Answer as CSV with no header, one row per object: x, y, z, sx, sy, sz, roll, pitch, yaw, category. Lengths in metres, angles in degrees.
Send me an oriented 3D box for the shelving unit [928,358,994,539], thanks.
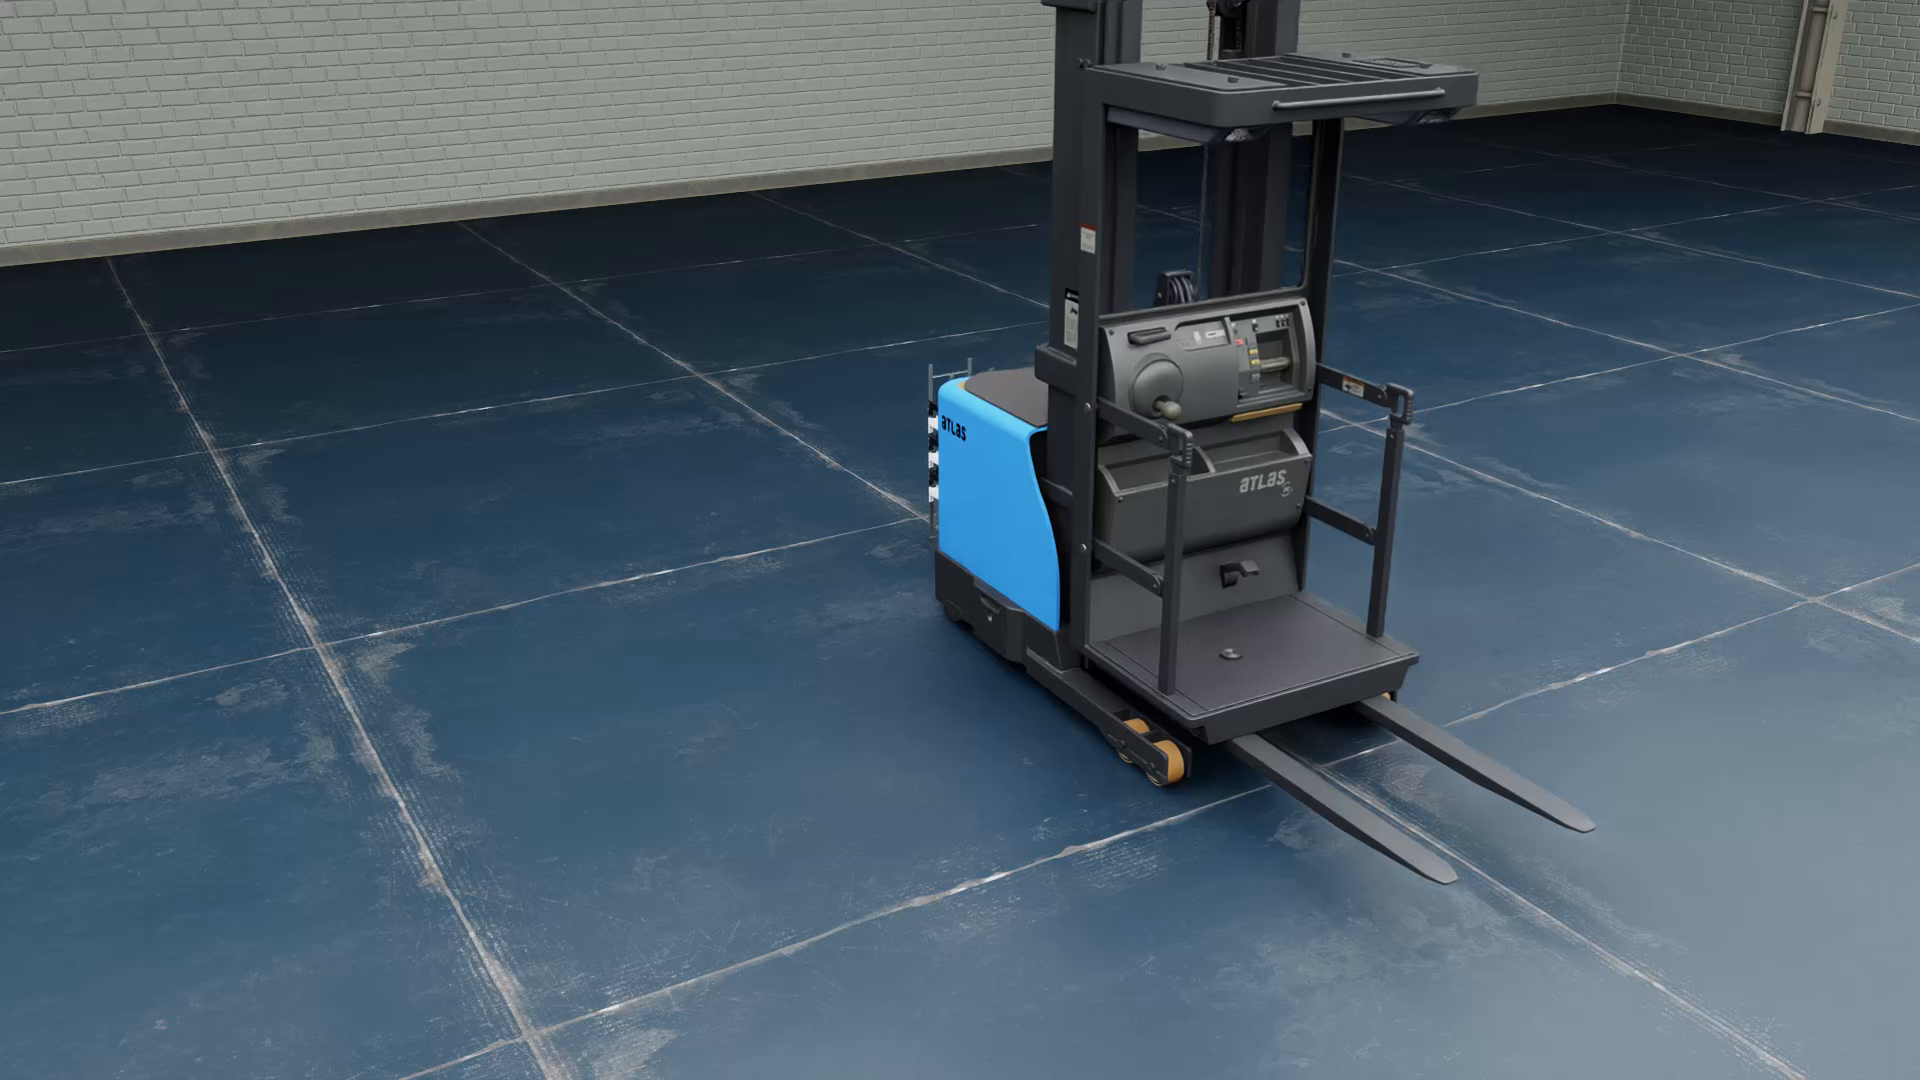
0.004,-0.414,8.136,0.258,0.900,0.210,-13,25,-28,shelving unit

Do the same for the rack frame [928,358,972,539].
-0.048,-0.447,8.217,0.240,0.900,0.006,-13,25,-28,rack frame

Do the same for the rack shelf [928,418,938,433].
0.004,-0.550,8.080,0.258,0.077,0.200,-13,25,-28,rack shelf

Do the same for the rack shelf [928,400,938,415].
0.004,-0.633,8.046,0.258,0.077,0.200,-13,25,-28,rack shelf

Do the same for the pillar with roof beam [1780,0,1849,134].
6.948,-8.513,17.305,9.100,9.000,0.400,-13,25,-28,pillar with roof beam

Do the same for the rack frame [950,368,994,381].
0.056,-0.381,8.055,0.240,0.900,0.006,-13,25,-28,rack frame

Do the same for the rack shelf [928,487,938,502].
0.004,-0.217,8.216,0.258,0.077,0.200,-13,25,-28,rack shelf

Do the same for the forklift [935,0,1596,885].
1.046,-0.652,6.022,1.130,2.935,3.031,-12,25,-27,forklift

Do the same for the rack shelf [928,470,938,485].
0.004,-0.300,8.182,0.258,0.077,0.200,-13,25,-28,rack shelf

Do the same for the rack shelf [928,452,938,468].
0.004,-0.383,8.148,0.258,0.077,0.200,-13,25,-28,rack shelf

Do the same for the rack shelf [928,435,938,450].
0.004,-0.467,8.114,0.258,0.077,0.200,-13,25,-28,rack shelf
